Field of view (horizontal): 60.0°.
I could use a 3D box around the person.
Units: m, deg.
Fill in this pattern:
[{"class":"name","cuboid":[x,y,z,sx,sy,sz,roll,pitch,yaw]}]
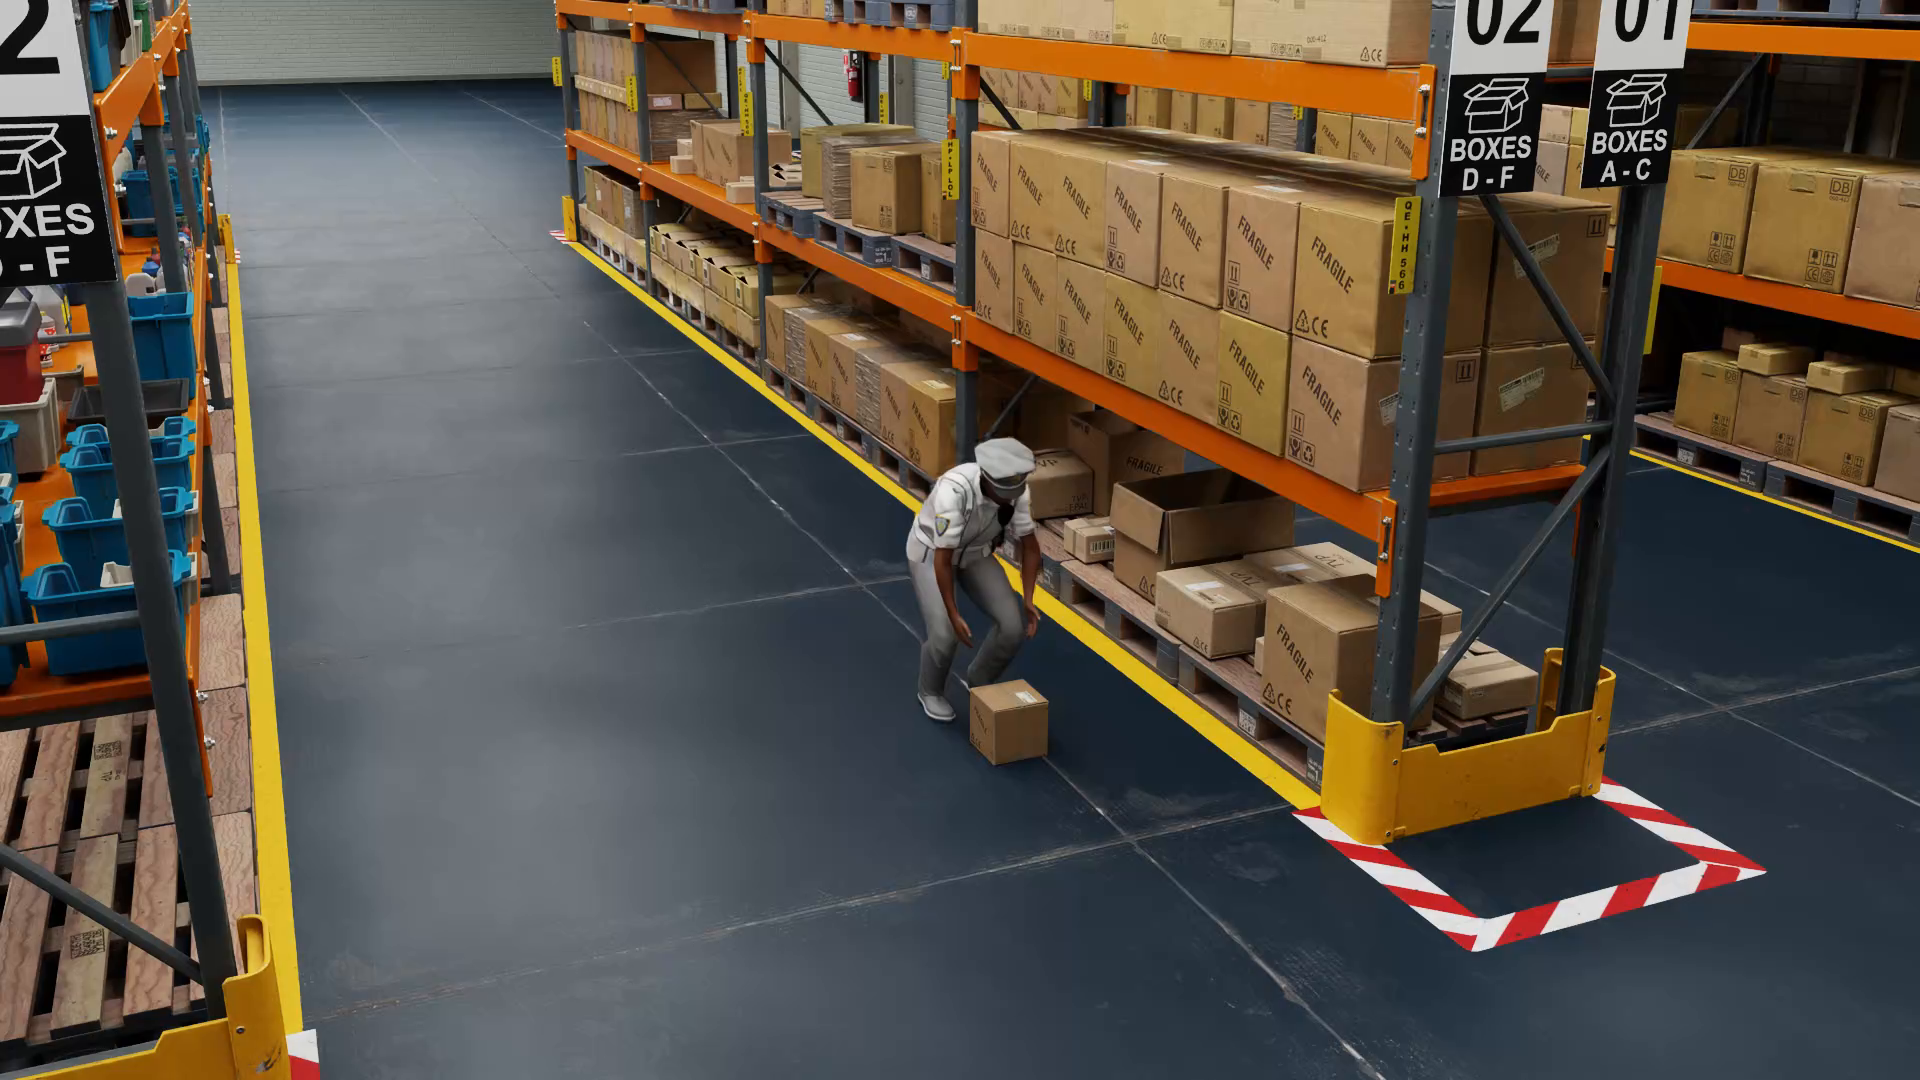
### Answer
[{"class":"person","cuboid":[0.077,0.151,7.191,0.499,1.303,0.756,-8,21,-22]}]
